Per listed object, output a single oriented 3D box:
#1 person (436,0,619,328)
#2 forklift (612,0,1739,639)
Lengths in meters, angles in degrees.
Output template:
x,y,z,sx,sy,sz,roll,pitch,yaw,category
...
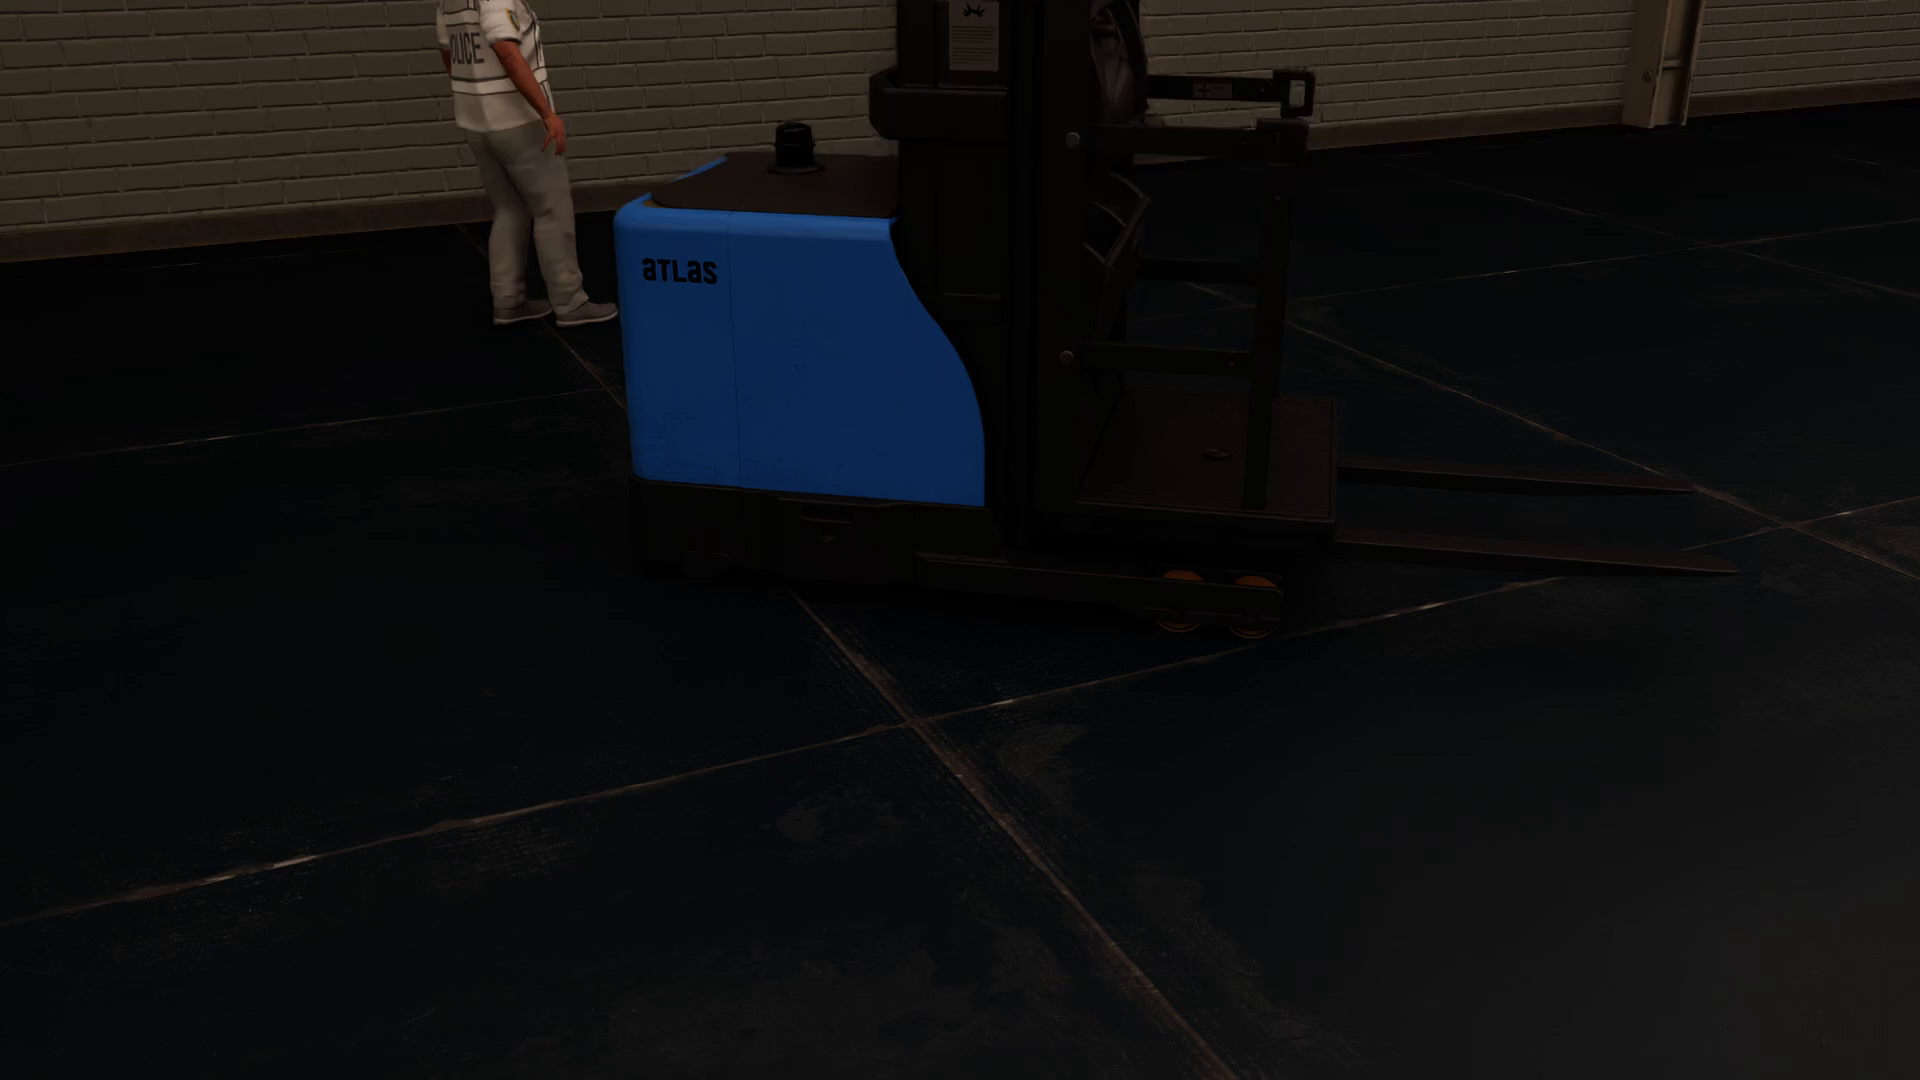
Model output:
x,y,z,sx,sy,sz,roll,pitch,yaw,category
-1.873,-1.808,7.159,0.711,1.764,0.545,20,30,39,person
0.615,-1.310,4.441,3.031,2.935,1.130,5,23,11,forklift
